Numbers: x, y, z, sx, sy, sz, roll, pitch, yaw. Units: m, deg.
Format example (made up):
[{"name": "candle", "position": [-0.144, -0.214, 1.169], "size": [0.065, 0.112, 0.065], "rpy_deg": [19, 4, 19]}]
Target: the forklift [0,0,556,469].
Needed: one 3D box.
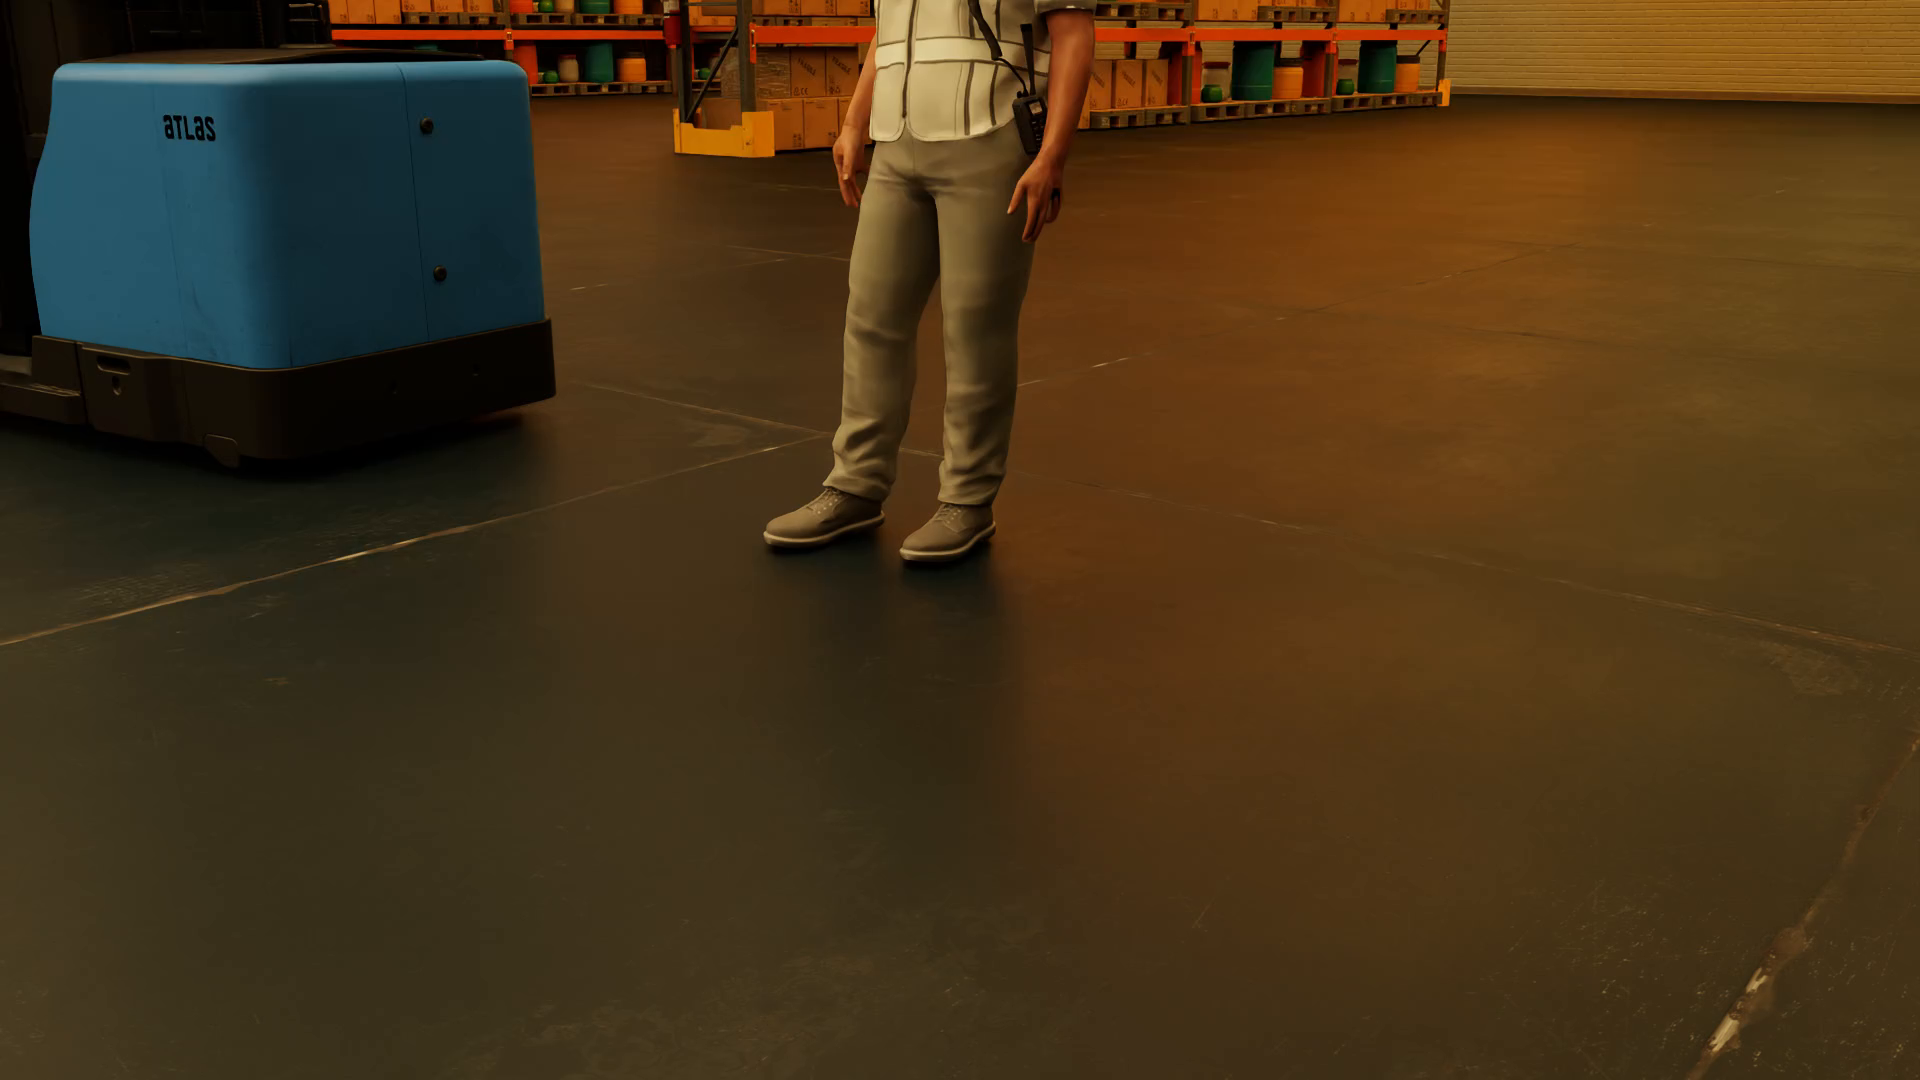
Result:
[{"name": "forklift", "position": [-2.782, -1.895, 5.137], "size": [3.031, 2.935, 1.130], "rpy_deg": [10, 20, 30]}]

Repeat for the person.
[{"name": "person", "position": [-0.059, -0.845, 3.630], "size": [0.641, 1.780, 0.574], "rpy_deg": [13, 21, 37]}]
